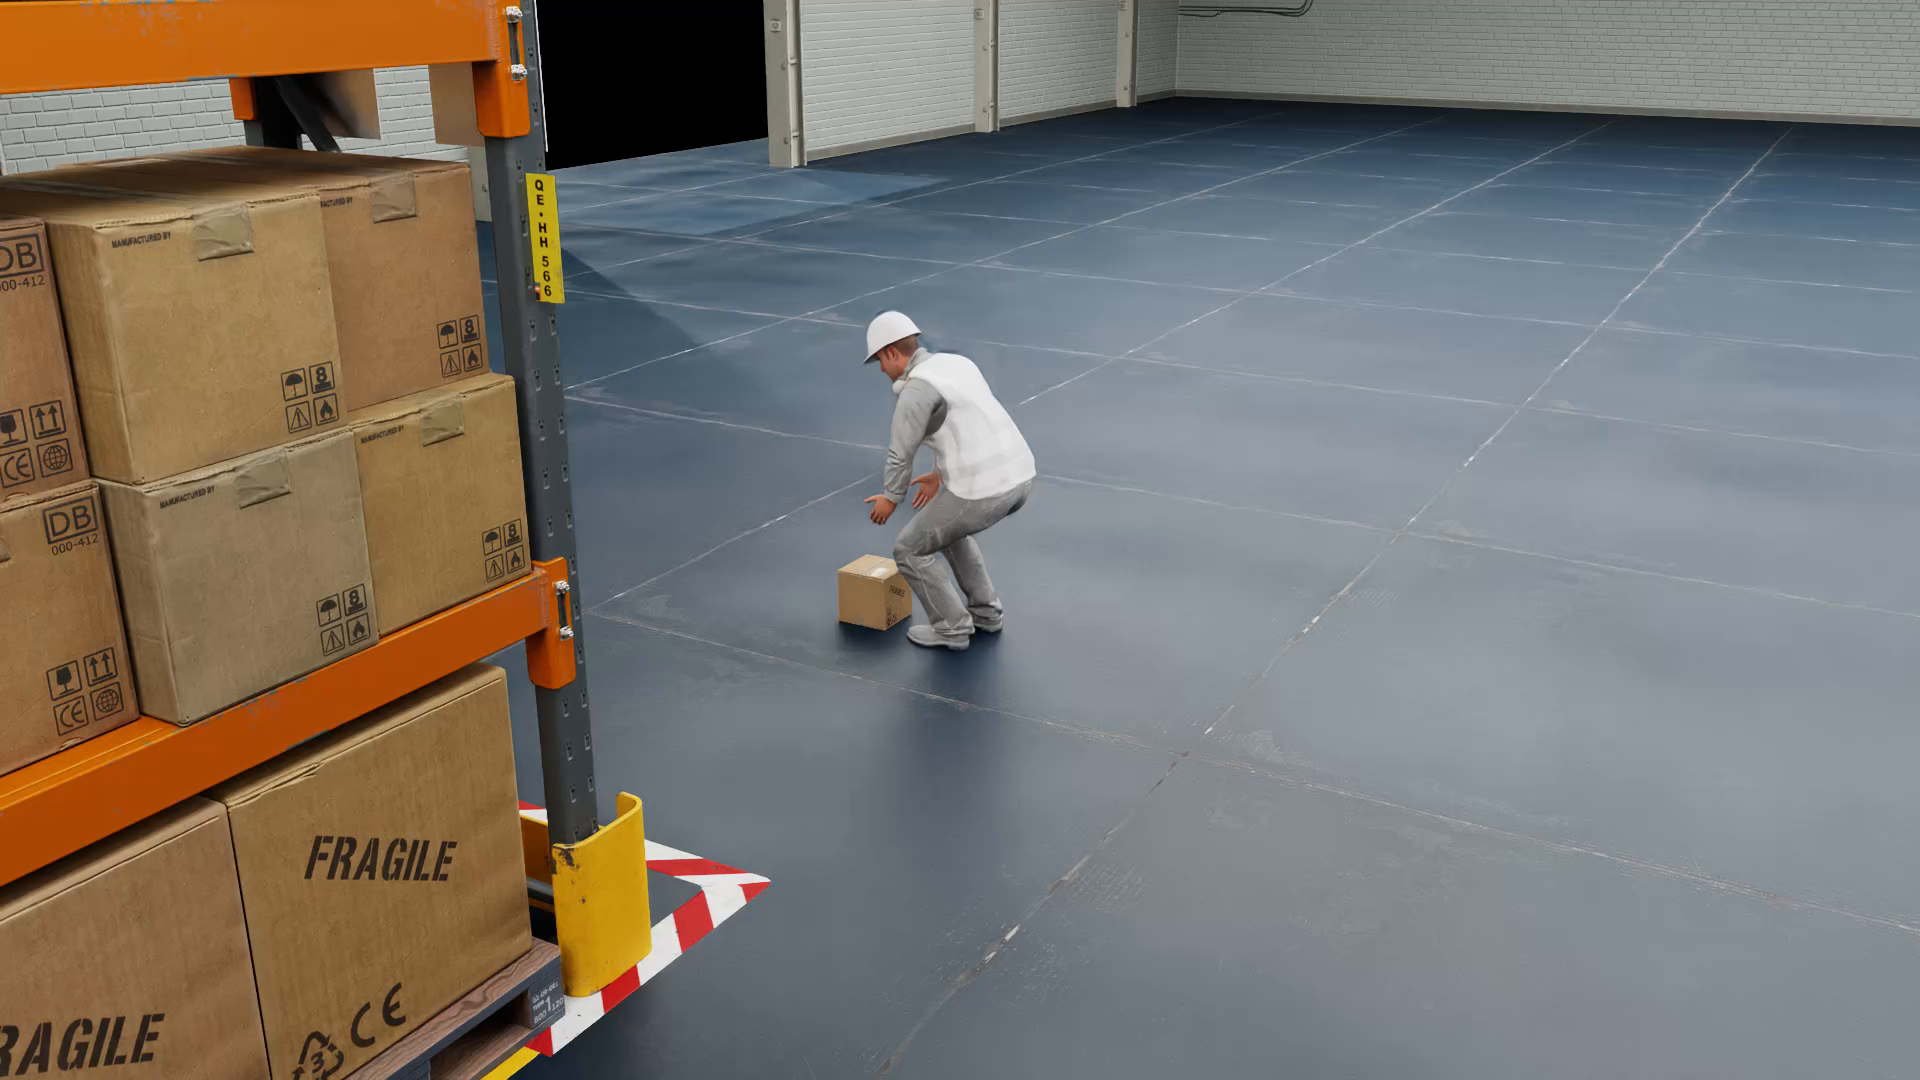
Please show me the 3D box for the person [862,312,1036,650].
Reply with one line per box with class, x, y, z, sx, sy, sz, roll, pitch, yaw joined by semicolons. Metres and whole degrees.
person;-0.070;-0.253;7.250;0.753;1.449;0.591;11;22;28
